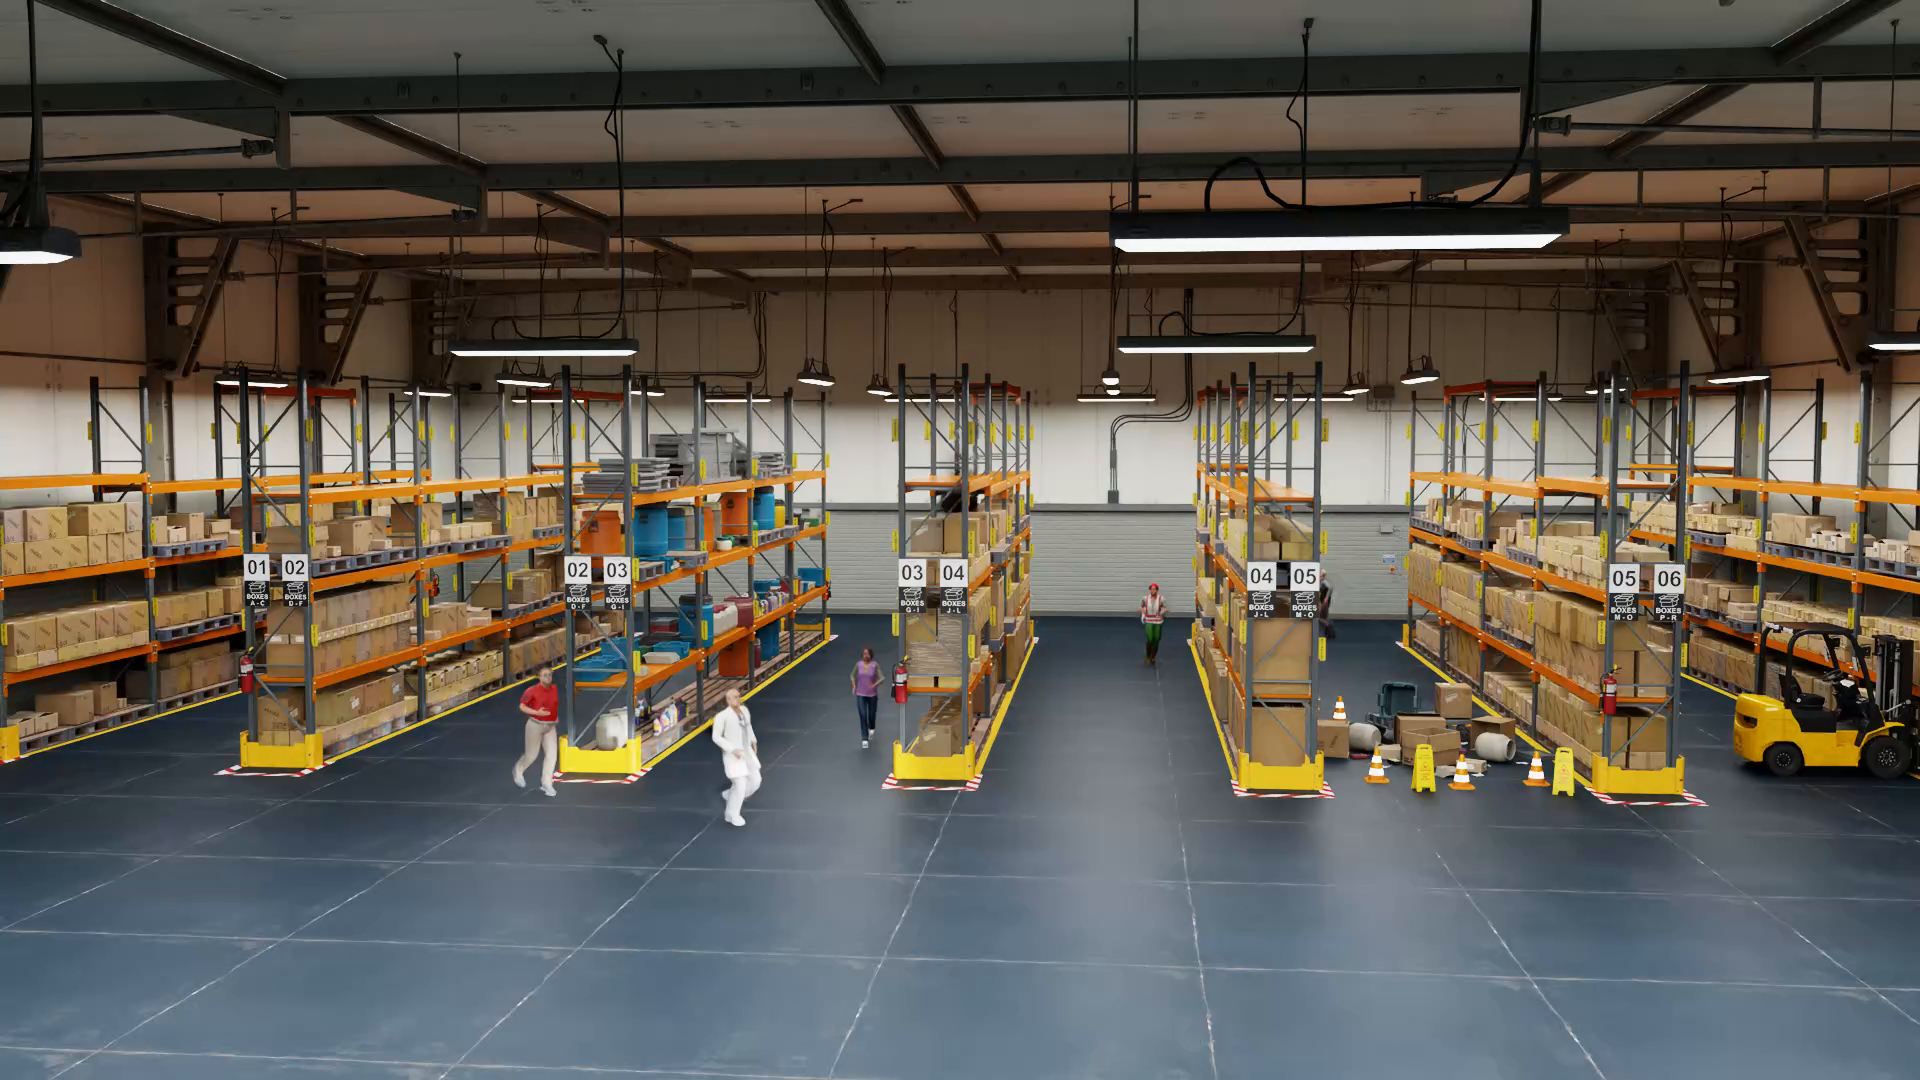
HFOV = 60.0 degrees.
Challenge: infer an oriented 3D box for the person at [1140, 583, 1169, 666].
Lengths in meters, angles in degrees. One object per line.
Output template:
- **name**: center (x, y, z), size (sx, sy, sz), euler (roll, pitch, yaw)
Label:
- **person**: center (4.189, 1.825, 35.834), size (0.620, 1.806, 0.709), euler (0, 4, 4)

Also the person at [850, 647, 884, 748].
- **person**: center (-1.488, 2.498, 26.628), size (0.558, 1.583, 0.723), euler (0, 4, 0)

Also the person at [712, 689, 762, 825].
- **person**: center (-2.850, 2.772, 21.306), size (0.571, 1.740, 0.717), euler (3, 5, 38)

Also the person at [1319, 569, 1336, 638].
- **person**: center (8.798, 1.557, 40.481), size (0.731, 1.675, 0.689), euler (1, 4, 11)

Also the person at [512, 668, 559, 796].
- **person**: center (-5.859, 2.660, 23.266), size (0.668, 1.737, 0.895), euler (-3, 5, -44)
